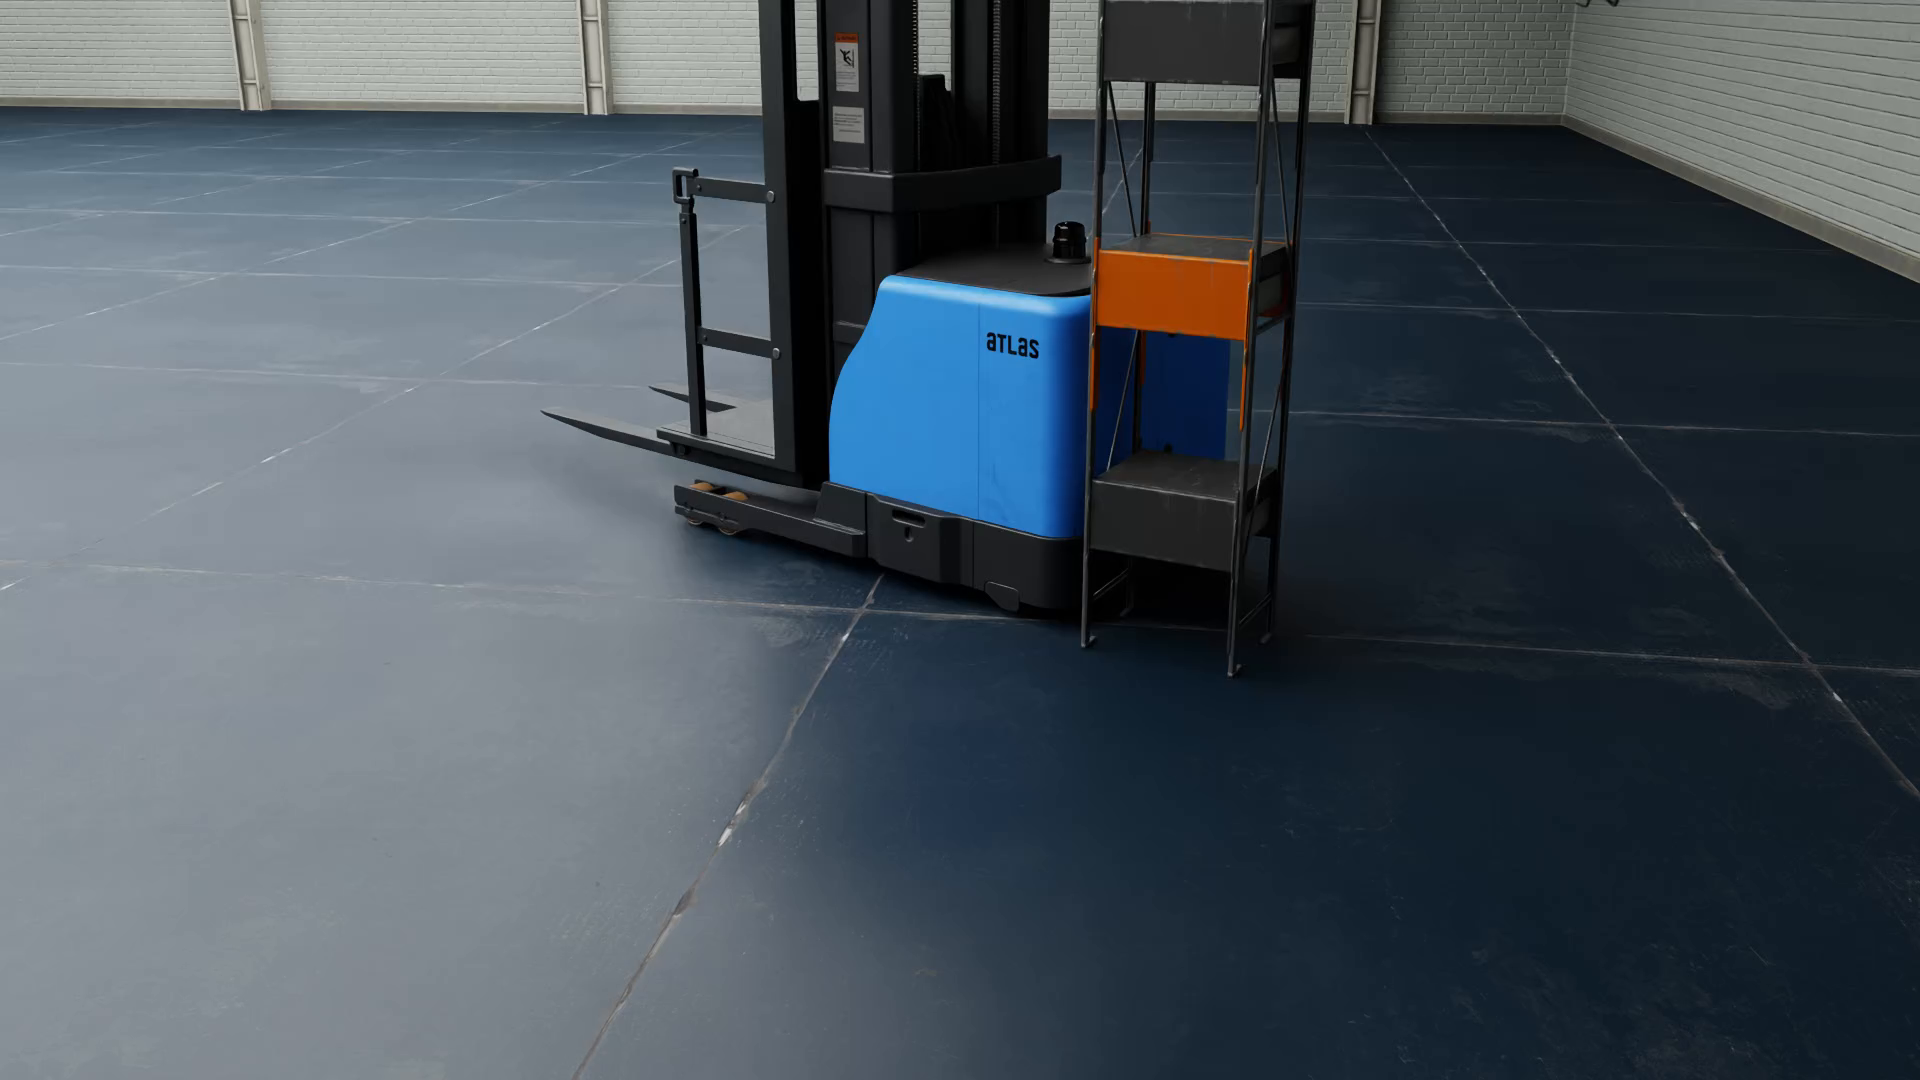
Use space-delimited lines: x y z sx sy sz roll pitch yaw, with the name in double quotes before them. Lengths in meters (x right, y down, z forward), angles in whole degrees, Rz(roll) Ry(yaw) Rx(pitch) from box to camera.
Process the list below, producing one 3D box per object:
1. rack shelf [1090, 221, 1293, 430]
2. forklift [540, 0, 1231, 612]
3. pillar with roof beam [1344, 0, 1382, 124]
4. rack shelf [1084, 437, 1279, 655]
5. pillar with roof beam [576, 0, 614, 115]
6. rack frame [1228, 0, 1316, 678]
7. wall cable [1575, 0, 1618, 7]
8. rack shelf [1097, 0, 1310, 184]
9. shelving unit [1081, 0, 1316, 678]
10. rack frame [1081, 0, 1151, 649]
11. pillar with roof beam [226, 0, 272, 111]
"rack shelf" 0.701 -0.656 4.992 0.480 0.518 0.431 10 21 27
"forklift" -0.479 -1.519 6.225 3.031 2.935 1.130 15 24 38
"pillar with roof beam" 5.328 -9.211 19.649 0.400 9.000 9.100 3 19 9
"rack shelf" 0.700 0.006 5.218 0.480 0.518 0.431 10 21 27
"pillar with roof beam" -6.520 -9.814 21.454 0.400 9.000 9.100 3 19 9
"rack frame" 0.916 -0.632 4.879 0.015 2.100 0.400 10 21 27
"wall cable" 8.710 -8.524 22.491 0.112 2.526 3.097 3 19 9
"rack shelf" 0.702 -1.319 4.767 0.480 0.518 0.431 10 21 27
"shelving unit" 0.701 -0.669 4.988 0.503 2.100 0.431 10 21 27
"rack frame" 0.486 -0.707 5.097 0.015 2.100 0.400 10 21 27
"pillar with roof beam" -12.444 -10.116 22.356 0.400 9.000 9.100 3 19 9
